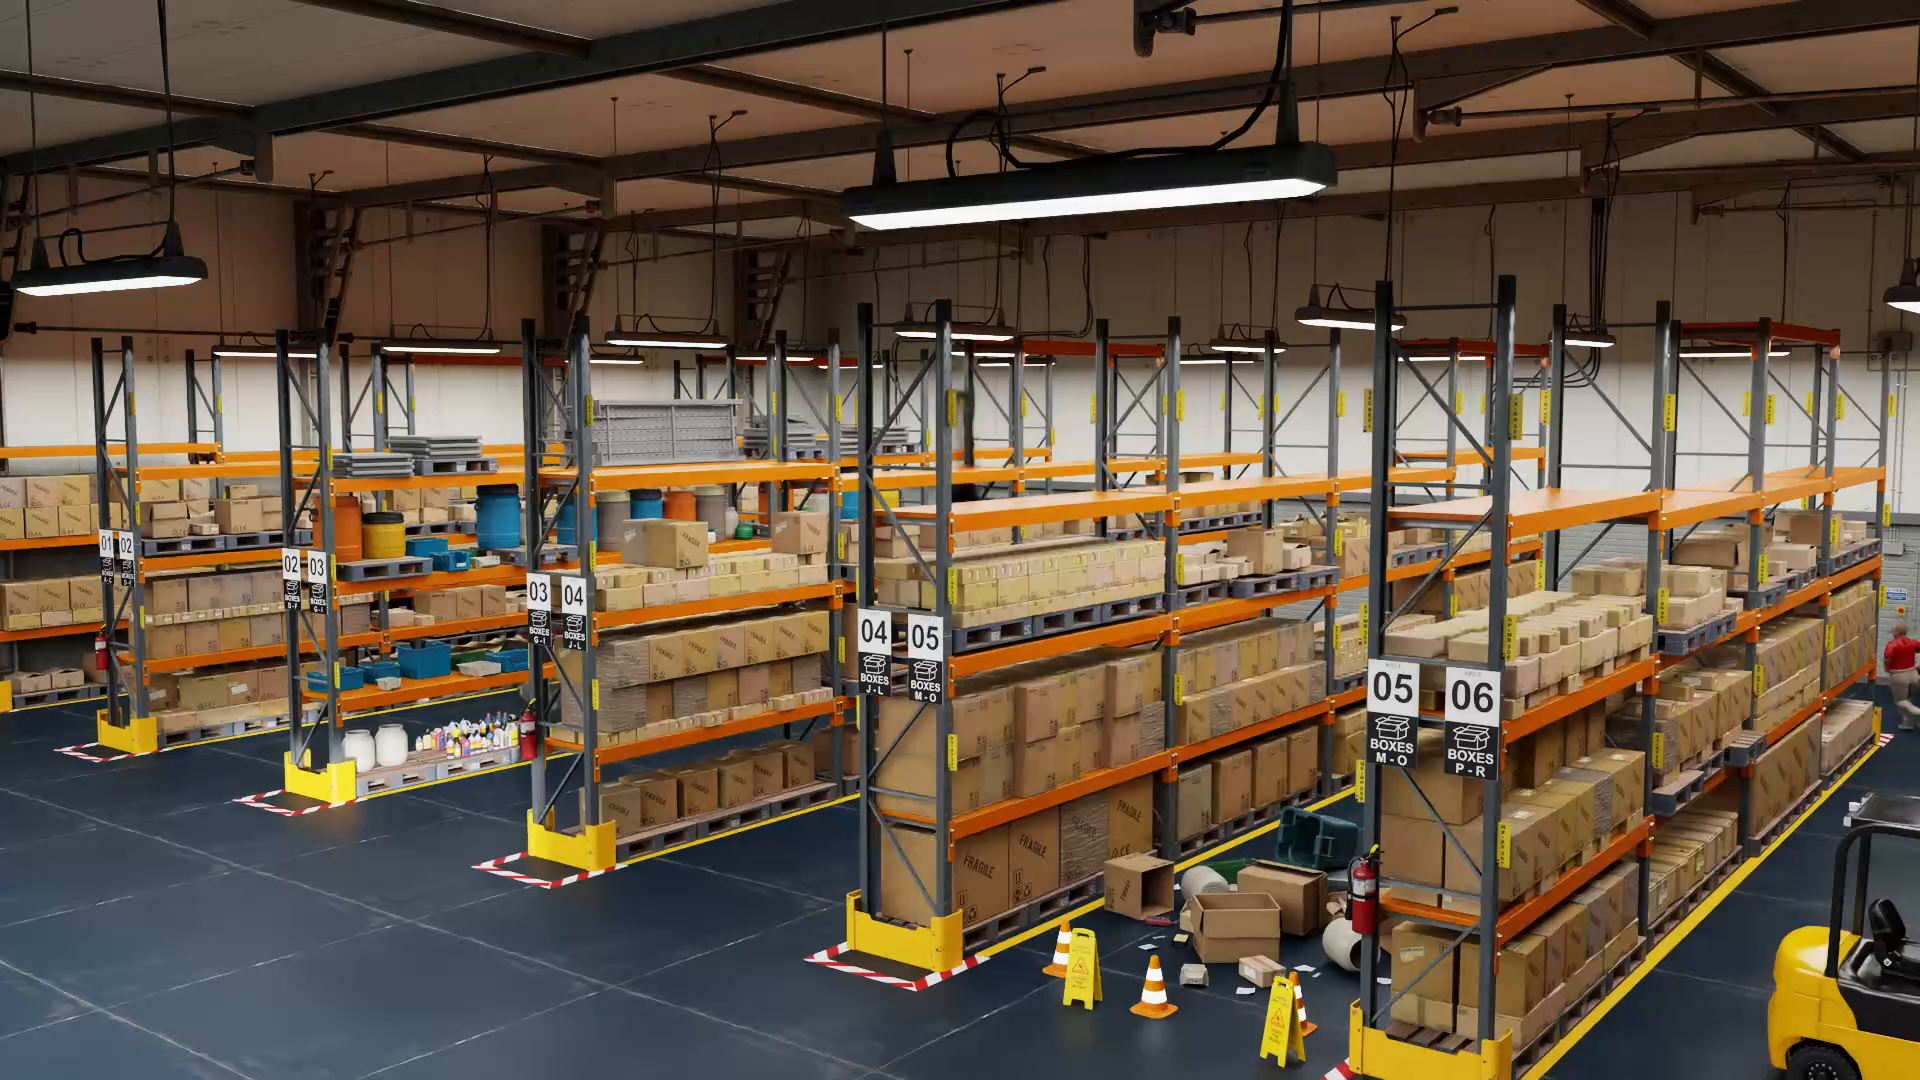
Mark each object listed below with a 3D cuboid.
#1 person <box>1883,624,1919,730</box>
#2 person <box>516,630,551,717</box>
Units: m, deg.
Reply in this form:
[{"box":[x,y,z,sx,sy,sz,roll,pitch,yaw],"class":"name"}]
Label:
[{"box":[14.438,2.129,25.427,0.711,1.696,0.796,0,5,-5],"class":"person"},{"box":[-6.791,2.133,26.283,0.590,1.502,0.822,2,5,24],"class":"person"}]
